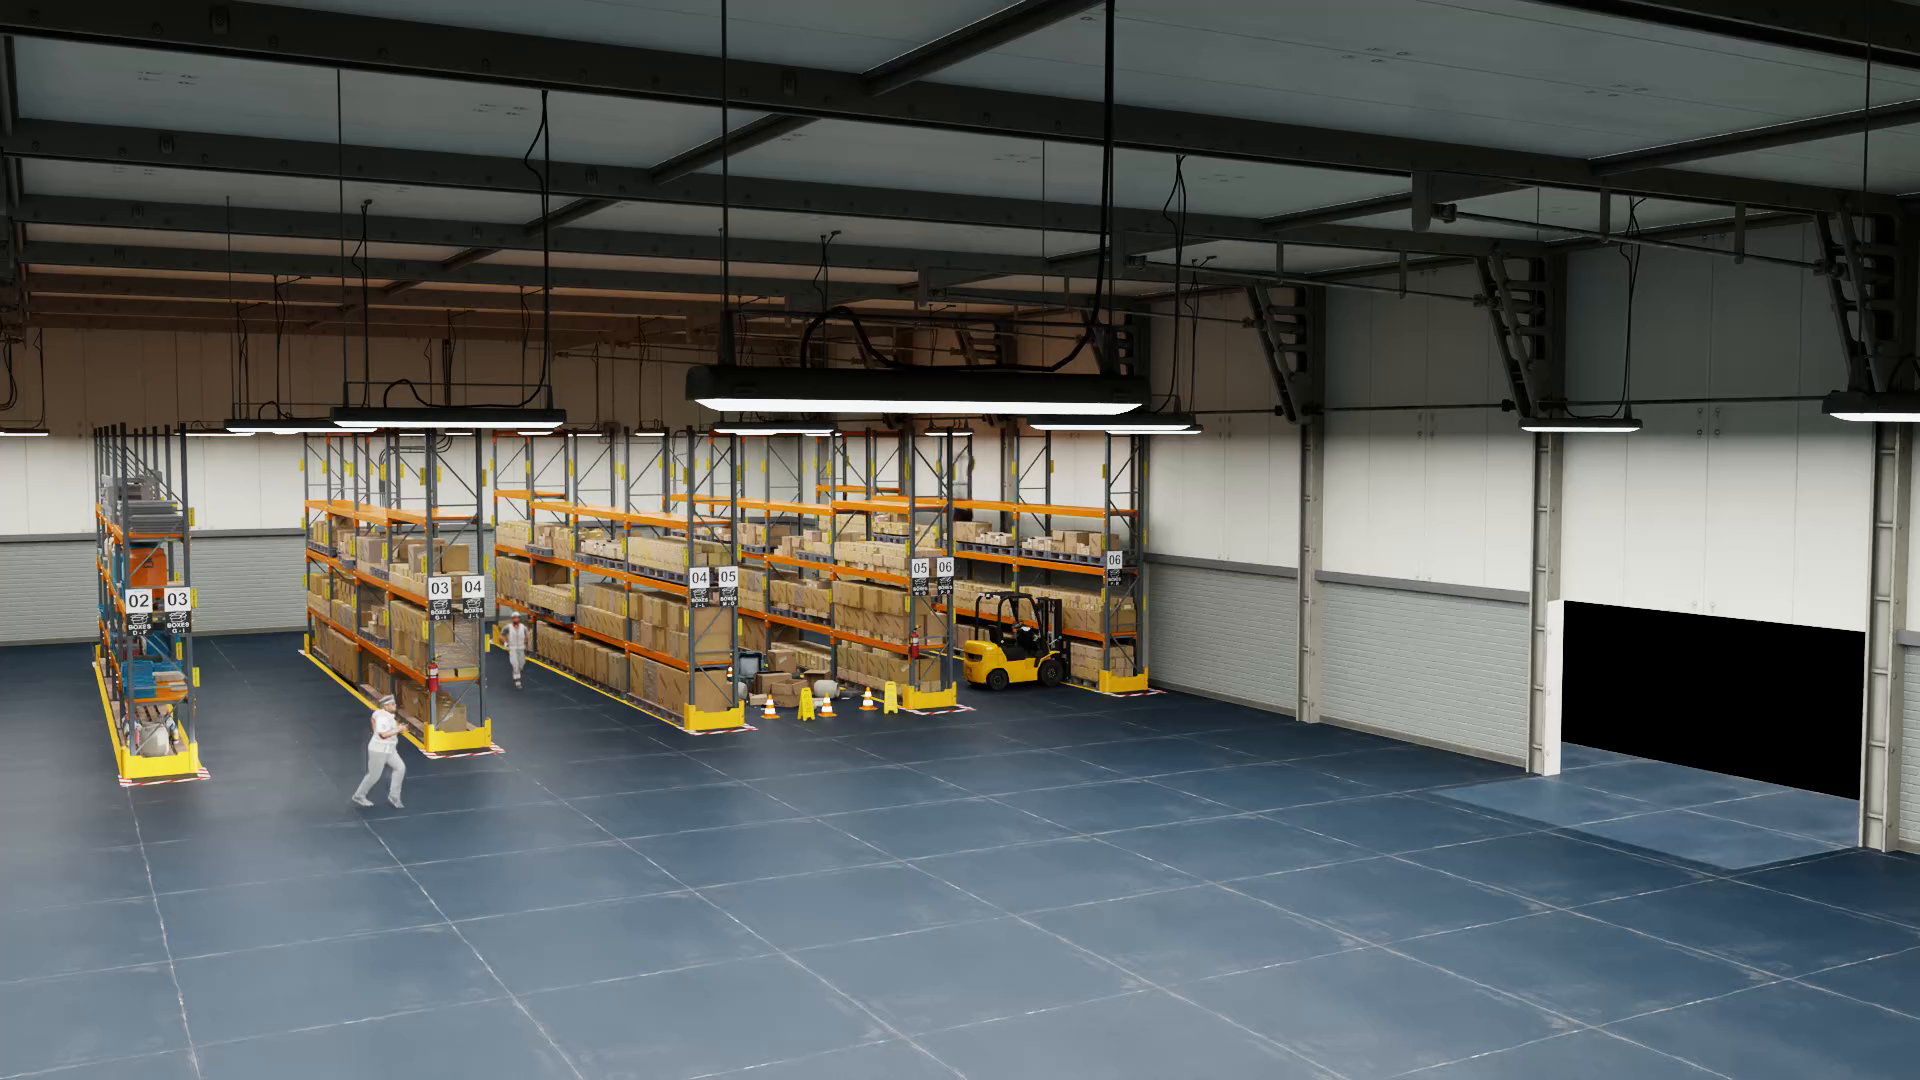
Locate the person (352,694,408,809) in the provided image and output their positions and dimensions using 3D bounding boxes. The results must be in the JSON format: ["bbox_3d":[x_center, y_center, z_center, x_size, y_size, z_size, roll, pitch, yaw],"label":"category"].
[{"bbox_3d":[-8.962,3.307,25.722,0.881,1.857,0.639,0,3,0],"label":"person"}]

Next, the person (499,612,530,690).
[{"bbox_3d":[-10.227,2.536,38.241,0.656,1.774,0.845,-2,4,-30],"label":"person"}]
